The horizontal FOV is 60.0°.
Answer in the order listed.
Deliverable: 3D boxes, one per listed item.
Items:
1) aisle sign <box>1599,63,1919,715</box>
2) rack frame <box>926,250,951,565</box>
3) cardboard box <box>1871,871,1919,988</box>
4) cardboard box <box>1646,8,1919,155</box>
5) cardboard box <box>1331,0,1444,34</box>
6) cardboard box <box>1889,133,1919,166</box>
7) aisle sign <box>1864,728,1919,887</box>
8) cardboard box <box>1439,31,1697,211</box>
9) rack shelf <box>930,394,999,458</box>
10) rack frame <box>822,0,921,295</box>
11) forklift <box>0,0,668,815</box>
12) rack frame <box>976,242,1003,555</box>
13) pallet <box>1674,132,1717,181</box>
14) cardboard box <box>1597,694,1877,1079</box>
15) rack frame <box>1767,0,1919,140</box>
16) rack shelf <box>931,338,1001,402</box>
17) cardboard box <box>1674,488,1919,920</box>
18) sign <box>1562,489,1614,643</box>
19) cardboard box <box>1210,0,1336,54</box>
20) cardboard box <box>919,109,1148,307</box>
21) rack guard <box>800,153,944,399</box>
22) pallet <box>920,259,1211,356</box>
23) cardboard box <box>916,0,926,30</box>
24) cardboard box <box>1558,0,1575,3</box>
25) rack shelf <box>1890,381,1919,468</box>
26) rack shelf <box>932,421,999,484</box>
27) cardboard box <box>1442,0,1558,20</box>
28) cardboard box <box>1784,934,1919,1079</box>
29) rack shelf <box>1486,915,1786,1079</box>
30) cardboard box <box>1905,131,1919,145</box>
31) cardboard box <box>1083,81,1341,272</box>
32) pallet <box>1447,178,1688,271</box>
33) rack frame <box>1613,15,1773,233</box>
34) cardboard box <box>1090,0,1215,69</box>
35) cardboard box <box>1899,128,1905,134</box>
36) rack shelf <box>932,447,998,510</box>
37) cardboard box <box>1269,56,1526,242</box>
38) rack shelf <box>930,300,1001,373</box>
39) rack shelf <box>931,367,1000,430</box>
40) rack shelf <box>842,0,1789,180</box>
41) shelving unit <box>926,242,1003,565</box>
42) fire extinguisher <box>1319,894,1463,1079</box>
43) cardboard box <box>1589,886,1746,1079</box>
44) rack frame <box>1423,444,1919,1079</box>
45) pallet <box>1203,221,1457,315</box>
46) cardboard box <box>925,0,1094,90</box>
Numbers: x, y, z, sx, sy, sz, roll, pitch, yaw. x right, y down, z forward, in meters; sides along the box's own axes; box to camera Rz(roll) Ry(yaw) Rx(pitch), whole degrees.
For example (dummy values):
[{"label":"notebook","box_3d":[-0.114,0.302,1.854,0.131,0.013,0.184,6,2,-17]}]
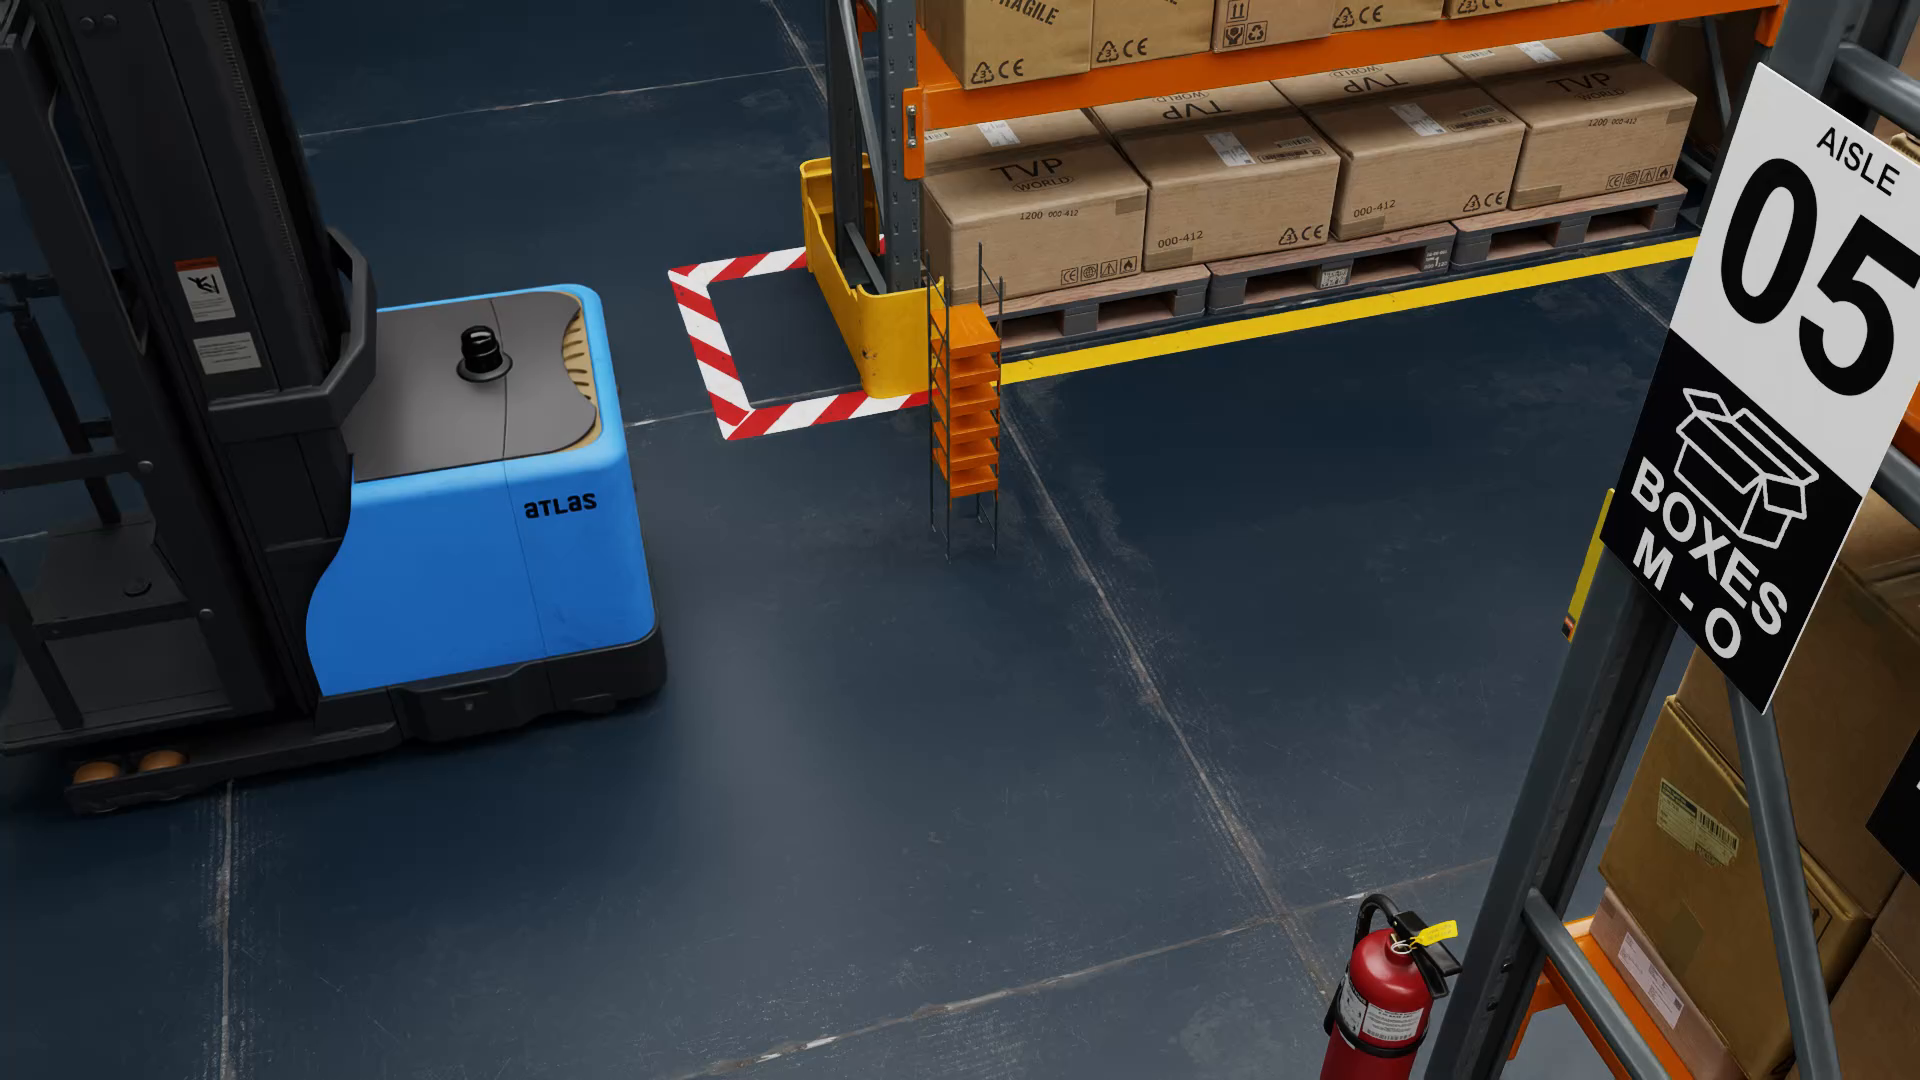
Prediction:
[{"label":"aisle sign","box_3d":[1.058,-0.177,2.196,0.004,0.787,0.394,-12,42,-13]},{"label":"rack frame","box_3d":[-0.073,-0.437,5.838,0.006,1.200,0.240,-12,42,-13]},{"label":"cardboard box","box_3d":[1.726,0.528,2.304,0.500,0.500,0.500,-12,43,-13]},{"label":"cardboard box","box_3d":[4.017,-2.431,8.049,0.875,0.875,0.875,-10,42,-12]},{"label":"cardboard box","box_3d":[1.616,-2.379,6.617,0.500,0.500,0.500,-10,42,-12]},{"label":"cardboard box","box_3d":[1.573,-0.353,2.208,0.500,0.250,0.500,-13,43,-14]},{"label":"aisle sign","box_3d":[1.239,0.200,1.765,0.004,0.787,0.394,-12,42,-13]},{"label":"cardboard box","box_3d":[2.819,-2.037,7.930,0.875,0.438,0.875,-12,43,-14]},{"label":"rack shelf","box_3d":[0.014,-0.421,5.888,0.180,0.103,0.258,-12,42,-13]},{"label":"rack frame","box_3d":[-0.365,-2.110,6.385,0.127,3.000,1.000,-12,42,-13]},{"label":"forklift","box_3d":[-2.564,-0.628,4.741,3.031,2.935,1.130,-10,42,-11]},{"label":"rack frame","box_3d":[0.101,-0.473,5.879,0.006,1.200,0.240,-12,42,-13]},{"label":"pallet","box_3d":[4.163,-2.050,8.436,1.213,0.211,1.003,-12,42,-13]},{"label":"cardboard box","box_3d":[1.569,0.576,3.008,0.500,0.500,0.500,-11,42,-12]},{"label":"rack frame","box_3d":[1.218,-1.283,0.879,0.127,3.000,1.000,-12,42,-13]},{"label":"rack shelf","box_3d":[0.014,-0.602,5.730,0.180,0.103,0.258,-12,42,-13]},{"label":"cardboard box","box_3d":[1.580,0.203,2.675,0.500,0.500,0.500,-13,43,-14]},{"label":"sign","box_3d":[1.071,0.069,2.771,0.005,0.325,0.100,-12,42,-13]},{"label":"cardboard box","box_3d":[1.144,-2.269,6.492,0.500,0.500,0.500,-12,43,-13]},{"label":"cardboard box","box_3d":[0.234,-1.497,7.311,0.875,0.438,0.875,-13,43,-15]},{"label":"rack guard","box_3d":[-0.388,-1.164,7.202,0.348,0.500,1.175,-12,42,-13]},{"label":"pallet","box_3d":[0.374,-1.267,7.540,1.213,0.211,1.003,-12,42,-13]},{"label":"cardboard box","box_3d":[0.015,-2.409,6.652,0.500,0.500,0.500,-11,42,-13]},{"label":"cardboard box","box_3d":[2.595,-2.581,6.849,0.500,0.500,0.500,-13,43,-14]},{"label":"rack shelf","box_3d":[3.126,-0.278,2.555,4.000,0.370,1.077,-12,42,-13]},{"label":"rack shelf","box_3d":[0.014,-0.331,5.967,0.180,0.103,0.258,-12,42,-13]},{"label":"cardboard box","box_3d":[2.120,-2.473,6.724,0.500,0.500,0.500,-12,43,-14]},{"label":"cardboard box","box_3d":[1.729,0.911,2.625,0.500,0.500,0.500,-10,42,-11]},{"label":"rack shelf","box_3d":[3.126,0.852,3.542,4.000,0.370,1.077,-12,42,-13]},{"label":"cardboard box","box_3d":[1.581,-0.536,2.038,0.500,0.250,0.500,-13,43,-14]},{"label":"cardboard box","box_3d":[1.105,-1.683,7.524,0.875,0.438,0.875,-11,42,-12]},{"label":"pallet","box_3d":[2.701,-1.749,8.092,1.213,0.211,1.003,-12,42,-13]},{"label":"rack frame","box_3d":[3.450,-2.901,7.290,0.127,3.000,1.000,-12,42,-13]},{"label":"cardboard box","box_3d":[0.653,-2.180,6.389,0.500,0.500,0.500,-12,43,-14]},{"label":"cardboard box","box_3d":[4.877,-2.615,8.259,0.875,0.875,0.875,-11,42,-12]},{"label":"rack shelf","box_3d":[0.014,-0.241,6.046,0.180,0.103,0.258,-12,42,-13]},{"label":"cardboard box","box_3d":[1.965,-1.860,7.727,0.875,0.438,0.875,-13,43,-14]},{"label":"rack shelf","box_3d":[0.014,-0.692,5.651,0.180,0.103,0.258,-12,42,-13]},{"label":"rack shelf","box_3d":[0.014,-0.512,5.809,0.180,0.103,0.258,-12,42,-13]},{"label":"rack shelf","box_3d":[1.542,-2.235,7.075,4.000,0.370,1.077,-12,42,-13]},{"label":"shelving unit","box_3d":[0.014,-0.455,5.859,0.189,1.200,0.258,-12,42,-13]},{"label":"fire extinguisher","box_3d":[0.839,0.906,3.275,0.183,0.674,0.296,-12,42,-13]},{"label":"cardboard box","box_3d":[1.444,0.829,3.212,0.250,0.149,0.380,-12,42,-13]},{"label":"rack frame","box_3d":[1.218,0.976,2.853,0.127,3.000,1.000,-12,42,-13]},{"label":"pallet","box_3d":[1.536,-1.506,7.813,1.213,0.211,1.003,-12,42,-13]},{"label":"cardboard box","box_3d":[0.179,-2.063,6.255,0.500,0.500,0.500,-12,43,-13]}]
